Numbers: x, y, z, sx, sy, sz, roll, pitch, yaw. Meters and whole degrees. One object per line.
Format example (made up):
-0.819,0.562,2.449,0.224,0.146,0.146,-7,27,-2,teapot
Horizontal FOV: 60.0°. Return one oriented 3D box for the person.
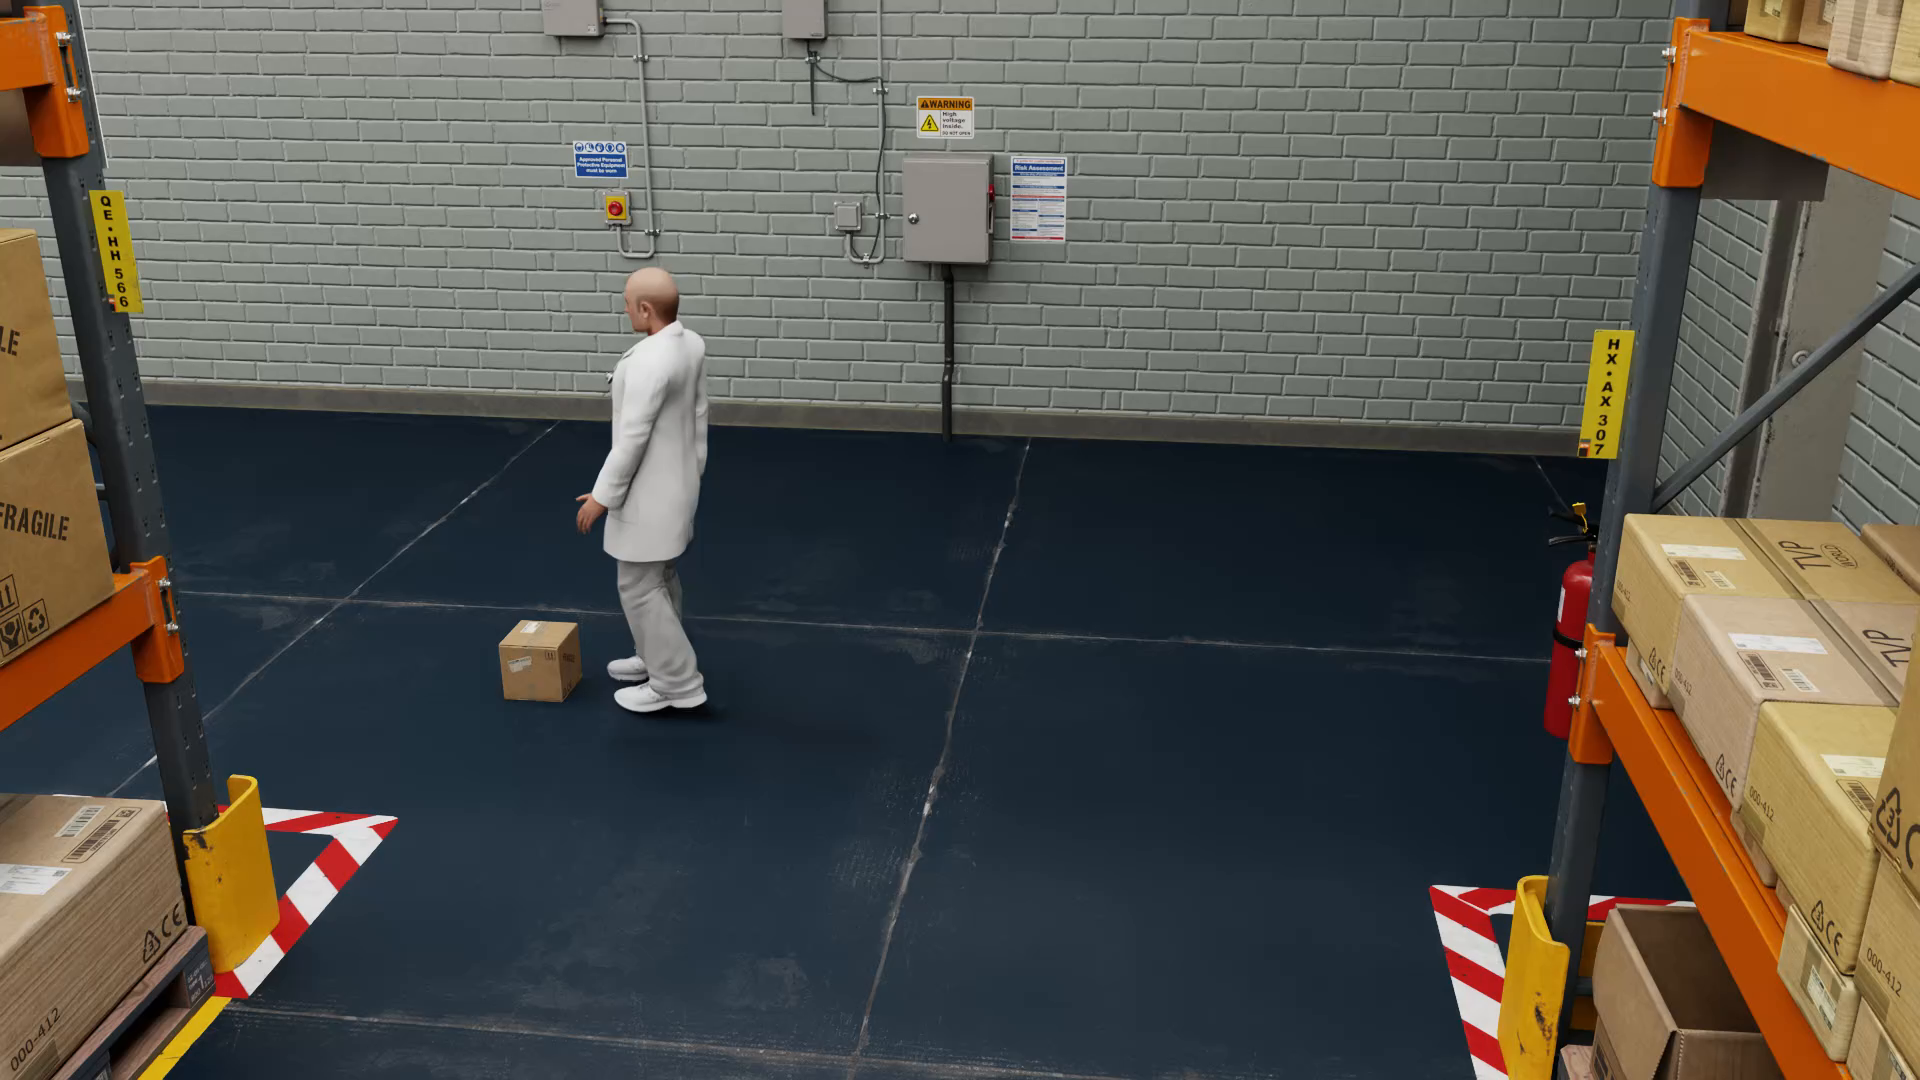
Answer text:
-1.271,-0.191,6.571,0.540,1.791,0.629,4,21,10,person
